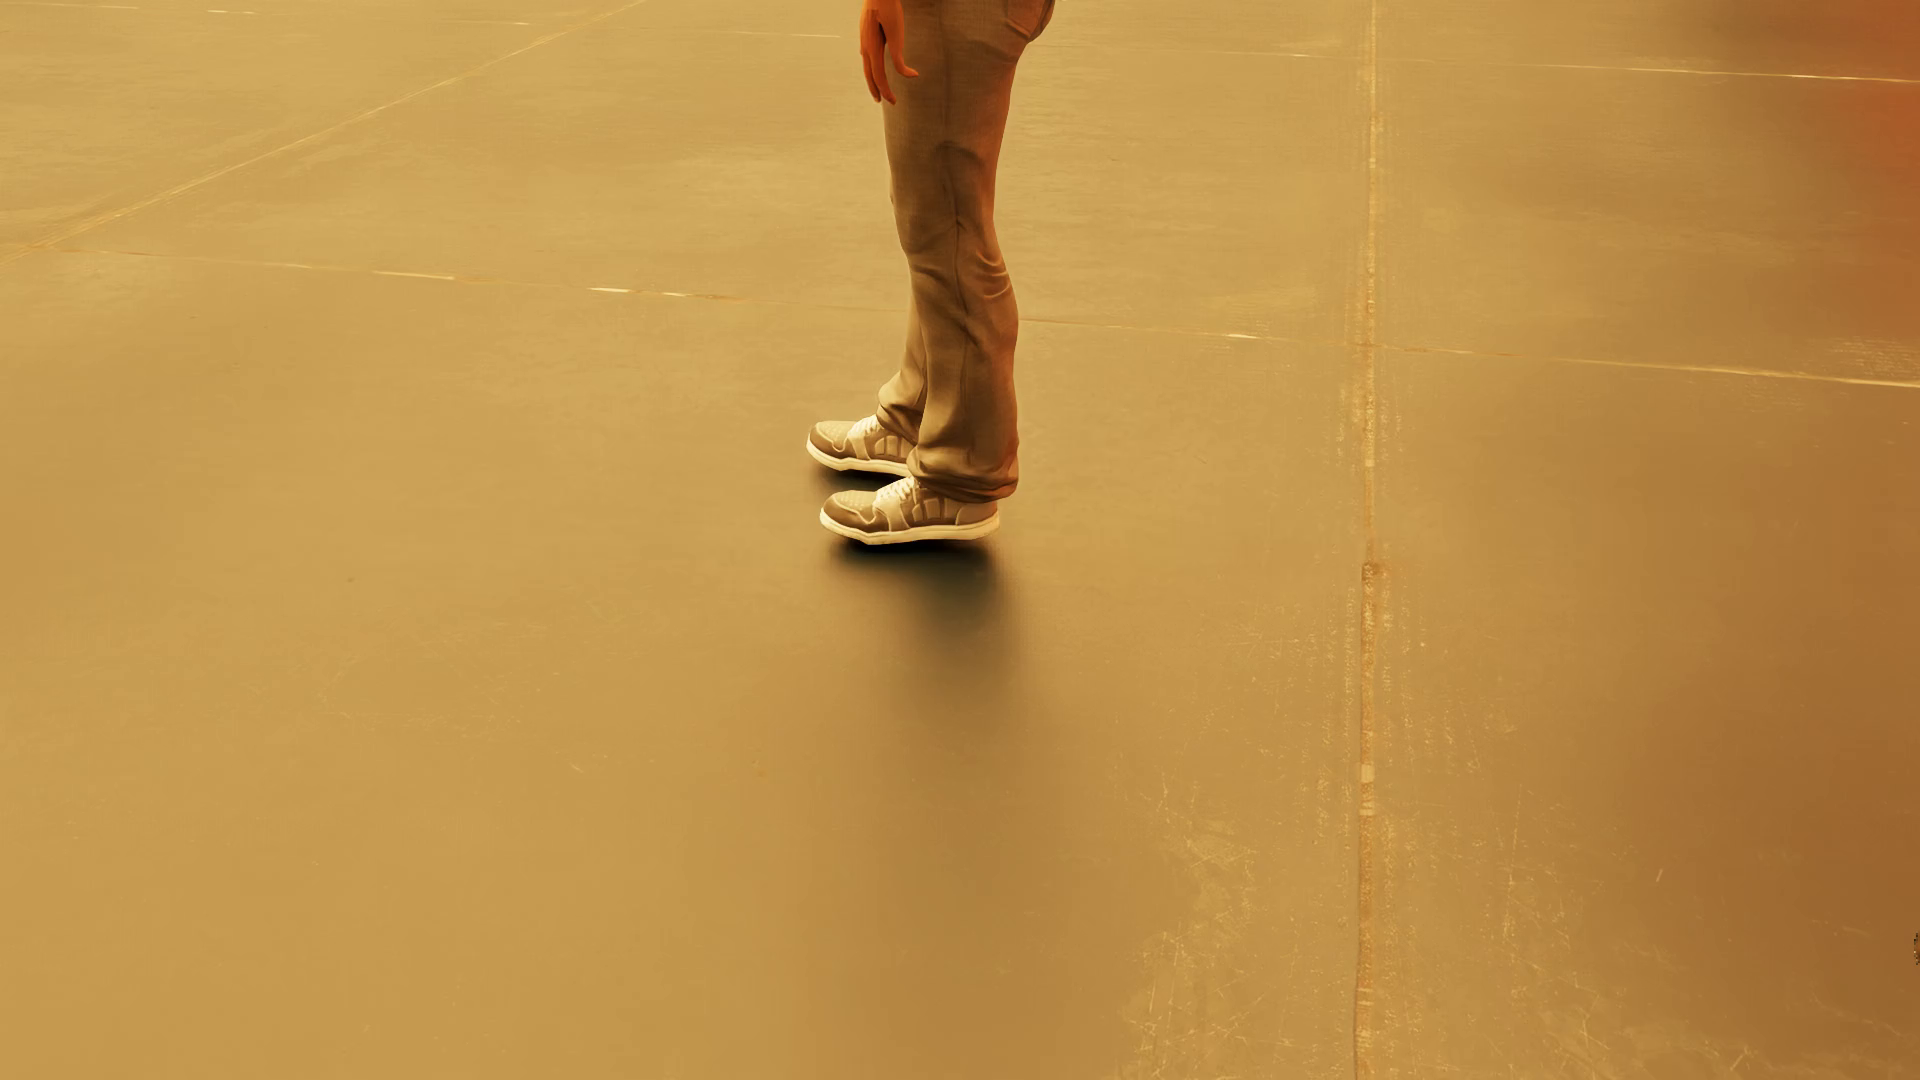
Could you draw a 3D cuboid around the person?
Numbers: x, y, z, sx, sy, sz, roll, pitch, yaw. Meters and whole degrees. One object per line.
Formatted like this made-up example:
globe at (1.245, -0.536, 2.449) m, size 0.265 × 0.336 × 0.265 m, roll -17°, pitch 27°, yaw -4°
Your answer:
person at (-0.069, -0.733, 2.164) m, size 0.475 × 1.597 × 0.520 m, roll 6°, pitch 27°, yaw 11°
